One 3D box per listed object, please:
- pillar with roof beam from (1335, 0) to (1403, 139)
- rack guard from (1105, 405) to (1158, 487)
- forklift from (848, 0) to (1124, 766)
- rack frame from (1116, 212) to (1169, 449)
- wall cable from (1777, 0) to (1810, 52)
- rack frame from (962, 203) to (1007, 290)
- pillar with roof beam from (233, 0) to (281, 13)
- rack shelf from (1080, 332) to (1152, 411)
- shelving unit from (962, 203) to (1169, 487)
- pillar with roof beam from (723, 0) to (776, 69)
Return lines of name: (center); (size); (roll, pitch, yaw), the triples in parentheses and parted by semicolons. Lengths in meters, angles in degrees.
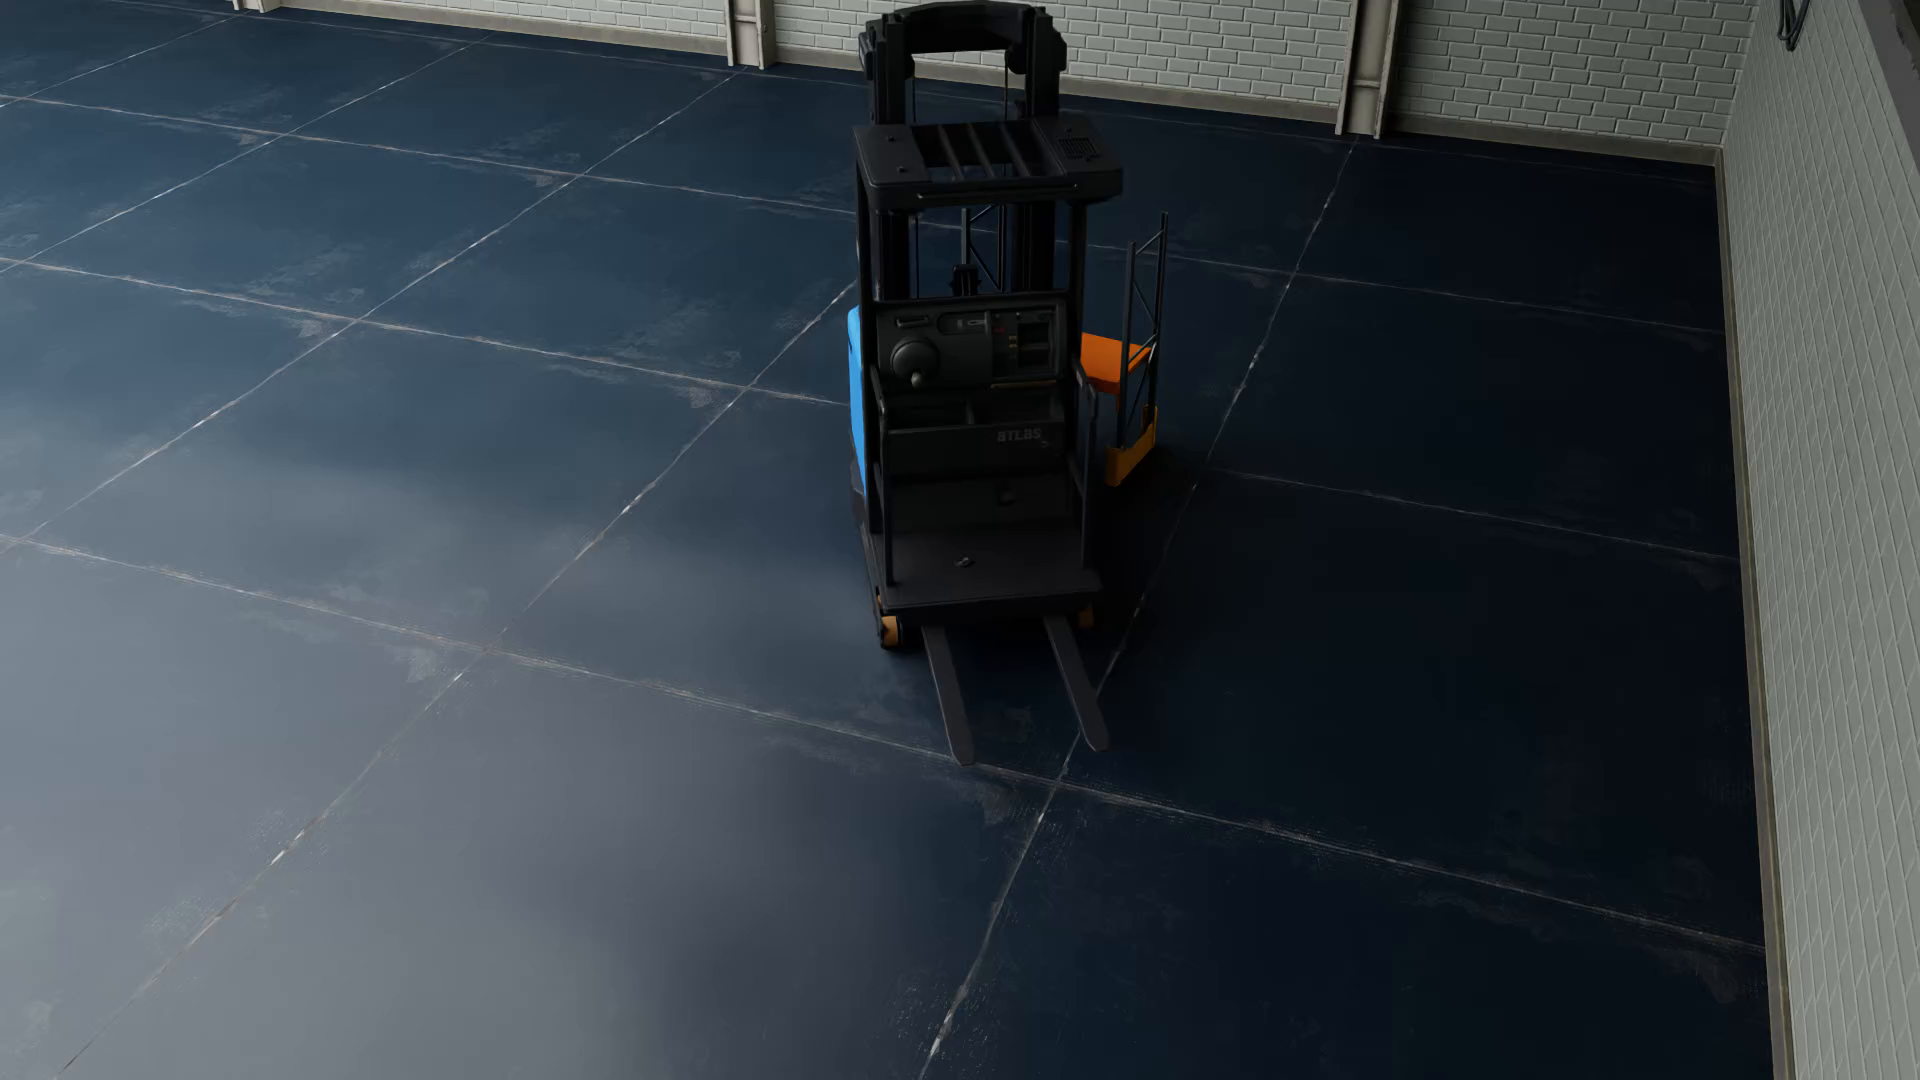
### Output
pillar with roof beam: (2.129, -5.243, 9.043); (0.400, 9.000, 9.100); (11, 34, 16)
rack guard: (1.017, -0.563, 9.859); (0.087, 0.250, 0.587); (17, 36, 24)
forklift: (0.096, -0.896, 7.904); (1.130, 2.935, 3.031); (-5, 33, -7)
rack frame: (1.034, -1.083, 9.512); (0.032, 1.500, 0.500); (17, 36, 24)
wall cable: (5.908, -4.923, 11.409); (0.112, 2.526, 3.097); (11, 34, 16)
rack frame: (0.142, -1.348, 9.923); (0.032, 1.500, 0.500); (17, 36, 24)
pillar with roof beam: (-9.168, -7.439, 12.444); (0.400, 9.000, 9.100); (11, 34, 16)
rack shelf: (0.588, -1.064, 9.815); (1.000, 0.185, 0.538); (17, 36, 24)
shelving unit: (0.580, -1.218, 9.721); (1.083, 1.500, 0.587); (17, 36, 24)
pillar with roof beam: (-3.519, -6.341, 10.744); (0.400, 9.000, 9.100); (11, 34, 16)
